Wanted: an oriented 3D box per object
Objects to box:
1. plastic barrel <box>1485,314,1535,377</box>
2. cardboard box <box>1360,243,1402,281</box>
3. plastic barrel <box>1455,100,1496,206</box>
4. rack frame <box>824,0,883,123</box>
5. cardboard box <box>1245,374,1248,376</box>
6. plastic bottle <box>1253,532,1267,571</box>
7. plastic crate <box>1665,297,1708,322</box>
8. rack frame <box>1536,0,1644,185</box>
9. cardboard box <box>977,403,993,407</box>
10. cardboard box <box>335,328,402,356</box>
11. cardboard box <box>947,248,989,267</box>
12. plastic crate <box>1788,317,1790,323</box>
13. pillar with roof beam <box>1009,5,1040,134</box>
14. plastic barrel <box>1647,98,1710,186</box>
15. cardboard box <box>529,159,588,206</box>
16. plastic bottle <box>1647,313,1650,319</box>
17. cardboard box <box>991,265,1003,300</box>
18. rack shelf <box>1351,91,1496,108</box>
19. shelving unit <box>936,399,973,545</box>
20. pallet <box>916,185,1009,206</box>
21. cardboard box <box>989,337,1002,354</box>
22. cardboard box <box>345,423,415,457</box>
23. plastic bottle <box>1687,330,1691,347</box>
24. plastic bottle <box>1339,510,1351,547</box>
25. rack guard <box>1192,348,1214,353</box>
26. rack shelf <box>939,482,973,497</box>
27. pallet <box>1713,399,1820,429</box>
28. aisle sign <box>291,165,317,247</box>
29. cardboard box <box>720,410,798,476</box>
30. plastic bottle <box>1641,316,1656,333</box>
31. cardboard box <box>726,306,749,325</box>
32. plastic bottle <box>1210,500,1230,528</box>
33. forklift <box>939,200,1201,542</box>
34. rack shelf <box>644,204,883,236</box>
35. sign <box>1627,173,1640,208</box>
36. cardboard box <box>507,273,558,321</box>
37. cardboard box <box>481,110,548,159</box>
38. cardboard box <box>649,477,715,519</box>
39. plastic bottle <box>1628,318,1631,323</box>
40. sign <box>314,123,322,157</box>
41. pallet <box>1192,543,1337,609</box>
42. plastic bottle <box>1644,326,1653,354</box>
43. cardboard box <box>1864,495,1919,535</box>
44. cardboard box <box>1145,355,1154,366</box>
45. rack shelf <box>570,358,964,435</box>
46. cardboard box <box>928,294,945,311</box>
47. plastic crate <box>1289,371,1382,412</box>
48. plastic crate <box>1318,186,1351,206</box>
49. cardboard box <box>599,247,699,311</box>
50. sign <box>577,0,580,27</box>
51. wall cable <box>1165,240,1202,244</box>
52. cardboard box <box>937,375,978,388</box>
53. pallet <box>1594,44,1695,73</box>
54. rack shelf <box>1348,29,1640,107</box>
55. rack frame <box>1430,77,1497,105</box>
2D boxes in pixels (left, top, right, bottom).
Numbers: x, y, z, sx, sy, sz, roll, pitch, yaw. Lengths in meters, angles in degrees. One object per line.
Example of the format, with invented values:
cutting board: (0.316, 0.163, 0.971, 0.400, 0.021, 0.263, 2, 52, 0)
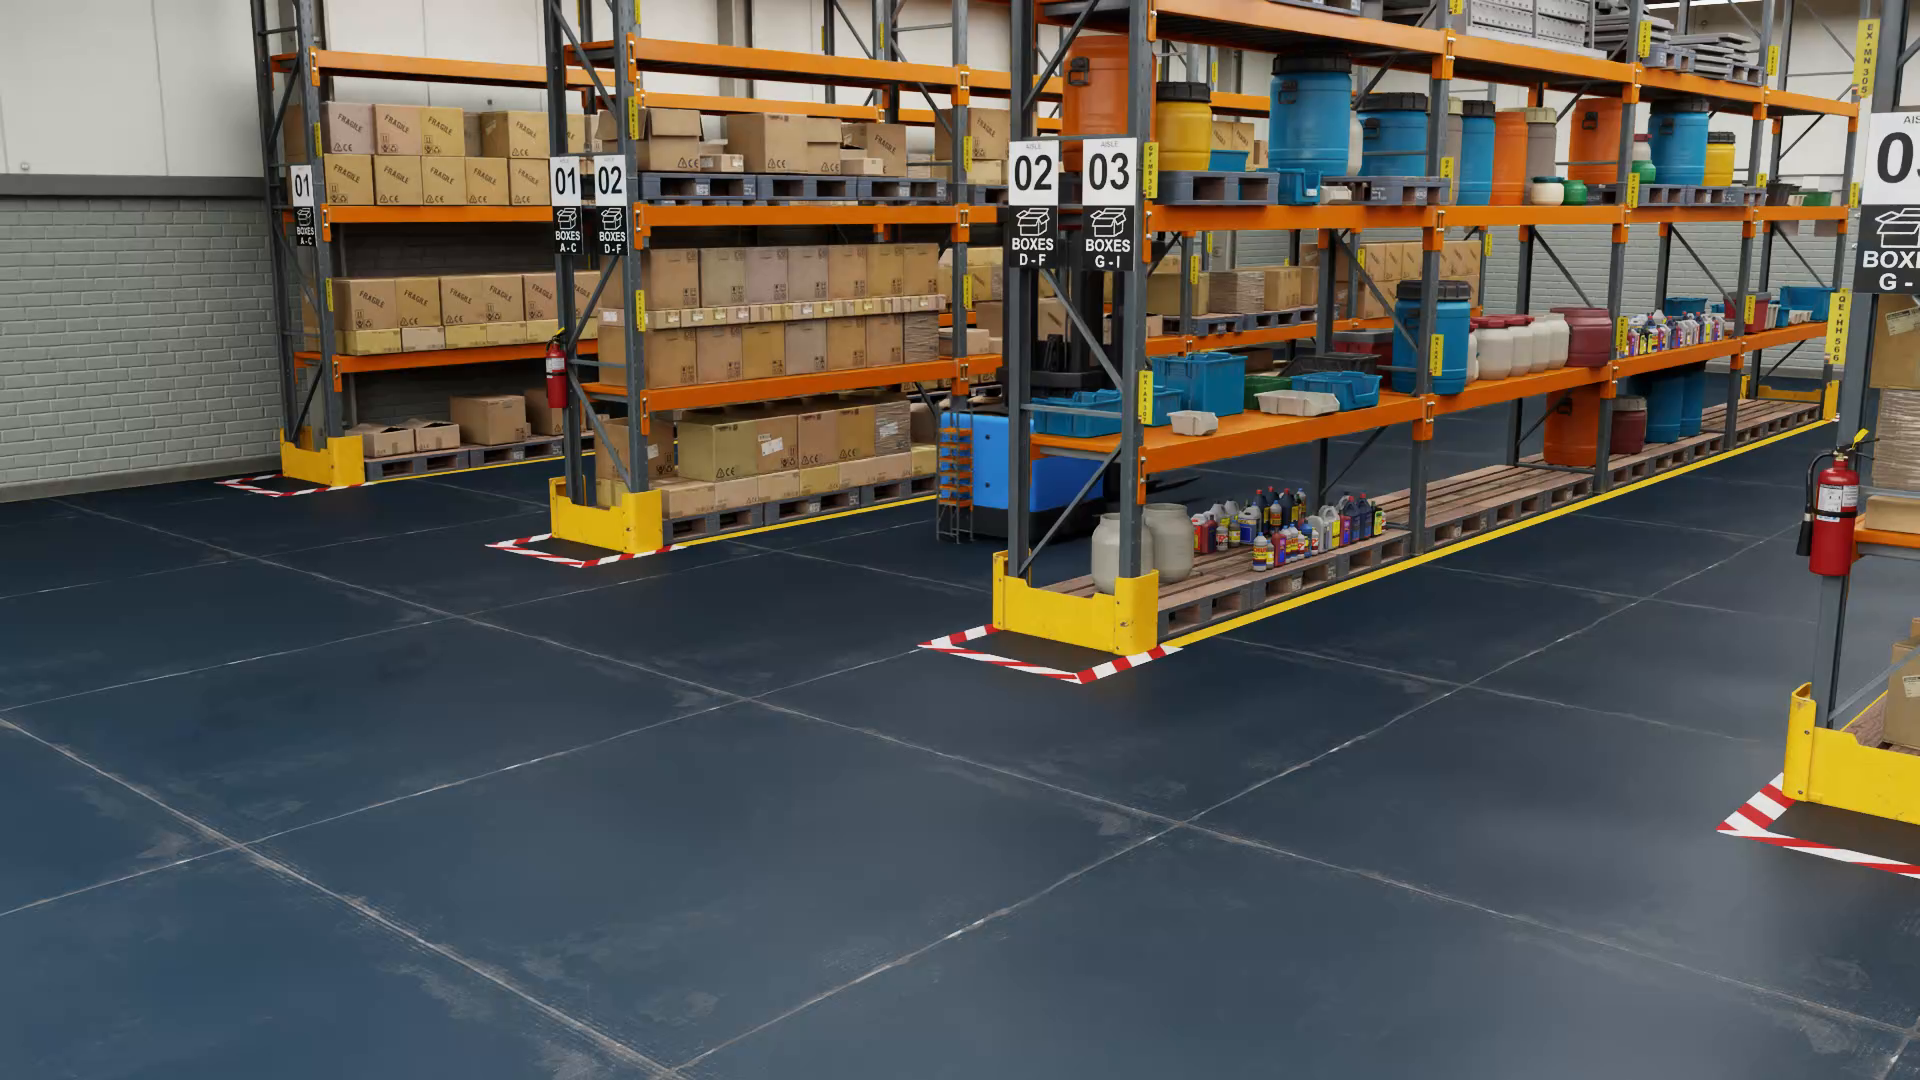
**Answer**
plastic barrel: (4.940, -1.754, 14.990, 0.433, 0.535, 0.433, 0, 11, 0)
cardboard box: (5.799, -3.870, 23.121, 0.500, 0.500, 0.500, 9, 15, 39)
plastic barrel: (4.410, -3.416, 14.717, 0.600, 0.901, 0.708, 10, 15, 40)
rack frame: (-1.428, -6.215, 22.353, 1.000, 3.000, 0.127, 10, 15, 40)
cardboard box: (3.487, -1.804, 20.844, 0.500, 0.500, 0.500, 10, 15, 40)
plastic bottle: (2.164, 0.080, 11.993, 0.097, 0.271, 0.097, 0, 11, 0)
plastic crate: (8.706, -2.715, 20.035, 0.392, 0.384, 0.575, 10, 15, 40)
rack frame: (6.014, -4.934, 15.940, 1.000, 3.000, 0.127, 10, 15, 40)
cardboard box: (0.450, -1.279, 17.472, 0.500, 0.311, 0.500, 10, 15, 40)
cardboard box: (-6.148, -2.063, 17.214, 0.500, 0.250, 0.500, 9, 15, 39)
cardboard box: (0.079, -4.108, 24.141, 0.500, 0.250, 0.500, 9, 15, 39)
plastic crate: (10.344, -2.795, 21.067, 0.298, 0.136, 0.250, 10, 15, 40)
pillar with roof beam: (4.259, -6.462, 23.588, 9.100, 9.000, 0.400, 10, 15, 40)
plastic barrel: (7.643, -4.233, 17.734, 0.600, 0.901, 0.708, 10, 15, 40)
cardboard box: (-4.559, -4.035, 18.792, 0.500, 0.500, 0.500, 8, 14, 36)
plastic bottle: (8.004, -2.505, 19.393, 0.061, 0.283, 0.133, 10, 15, 40)
cardboard box: (0.430, -3.817, 24.596, 0.500, 0.500, 0.500, 10, 15, 40)
rack shelf: (6.256, -6.104, 23.640, 1.077, 0.370, 4.000, 10, 15, 40)
shelving unit: (-0.047, -0.576, 14.032, 0.258, 1.200, 0.189, 9, 14, 38)
pallet: (0.228, -3.553, 17.173, 0.805, 0.209, 1.217, 9, 14, 38)
cardboard box: (0.394, -2.026, 17.335, 0.380, 0.149, 0.250, 10, 15, 40)
cardboard box: (-6.184, -1.084, 17.719, 0.500, 0.311, 0.500, 8, 14, 34)
plastic bottle: (7.918, -2.215, 18.151, 0.097, 0.201, 0.097, 0, 11, 0)
plastic bottle: (2.962, -0.098, 12.855, 0.133, 0.283, 0.061, -11, 16, -44)
rack guard: (3.869, -3.228, 29.096, 1.175, 0.500, 0.348, 10, 15, 40)
rack shelf: (-0.047, -0.415, 14.064, 0.258, 0.103, 0.180, 9, 14, 38)
pallet: (10.721, -1.686, 22.111, 1.003, 0.211, 1.213, 10, 15, 40)
aisle sign: (-6.531, -3.322, 16.546, 0.394, 0.787, 0.004, 10, 15, 40)
cardboard box: (-1.815, -0.881, 14.996, 0.500, 0.500, 0.500, 10, 15, 40)
plastic bottle: (7.363, -2.217, 17.778, 0.144, 0.351, 0.185, 10, 15, 40)
cardboard box: (-2.058, -1.966, 14.484, 0.380, 0.149, 0.250, 9, 15, 39)
plastic bottle: (2.001, -0.138, 12.882, 0.144, 0.351, 0.185, 11, 15, 43)
forklift: (1.135, -1.645, 14.962, 1.130, 2.935, 3.031, 9, 14, 38)
rack shelf: (-2.748, -4.097, 21.244, 1.077, 0.370, 4.000, 10, 15, 40)
sign: (6.432, -3.342, 15.893, 0.100, 0.325, 0.005, 10, 15, 40)
cardboard box: (-4.814, -2.732, 18.650, 0.500, 0.500, 0.500, 9, 15, 39)
cardboard box: (-4.886, -4.436, 18.244, 0.500, 0.500, 0.500, 9, 14, 38)
cardboard box: (-2.464, -0.364, 14.323, 0.500, 0.250, 0.500, 10, 15, 40)
plastic bottle: (7.452, -2.365, 18.710, 0.152, 0.276, 0.135, 10, 15, 40)
sign: (-6.301, -3.926, 16.317, 0.100, 0.325, 0.005, 10, 15, 40)
pallet: (2.094, 0.237, 12.484, 1.003, 0.211, 1.213, 10, 15, 40)
plastic bottle: (7.123, -2.073, 17.229, 0.061, 0.283, 0.133, 10, 15, 40)
cardboard box: (4.487, -0.120, 7.797, 0.380, 0.149, 0.250, 10, 15, 40)
cardboard box: (2.804, -3.167, 27.717, 0.700, 0.500, 0.500, 9, 14, 39)
rack shelf: (-1.665, -1.398, 15.388, 1.077, 0.370, 4.000, 10, 15, 40)
cardboard box: (-0.363, -2.344, 16.378, 0.380, 0.149, 0.250, 10, 15, 40)
plastic crate: (2.847, -1.133, 12.605, 0.499, 0.251, 0.616, 10, 15, 40)
plastic crate: (2.618, -2.457, 11.869, 0.243, 0.136, 0.396, 10, 15, 40)
cardboard box: (-2.632, -2.216, 14.082, 0.700, 0.500, 0.500, 10, 15, 41)
sign: (-4.489, -6.233, 19.655, 0.100, 0.325, 0.005, 10, 15, 40)
wall cable: (3.988, -5.259, 30.290, 0.084, 1.984, 1.851, 10, 15, 40)
cardboard box: (-0.261, -2.644, 24.208, 0.750, 0.750, 0.750, 10, 15, 40)
pallet: (6.513, -4.748, 16.509, 1.213, 0.211, 1.003, 10, 15, 40)
rack shelf: (4.694, -4.091, 14.576, 1.077, 0.370, 4.000, 10, 15, 40)
rack frame: (7.577, -6.752, 25.042, 1.000, 3.000, 0.127, 10, 15, 40)
